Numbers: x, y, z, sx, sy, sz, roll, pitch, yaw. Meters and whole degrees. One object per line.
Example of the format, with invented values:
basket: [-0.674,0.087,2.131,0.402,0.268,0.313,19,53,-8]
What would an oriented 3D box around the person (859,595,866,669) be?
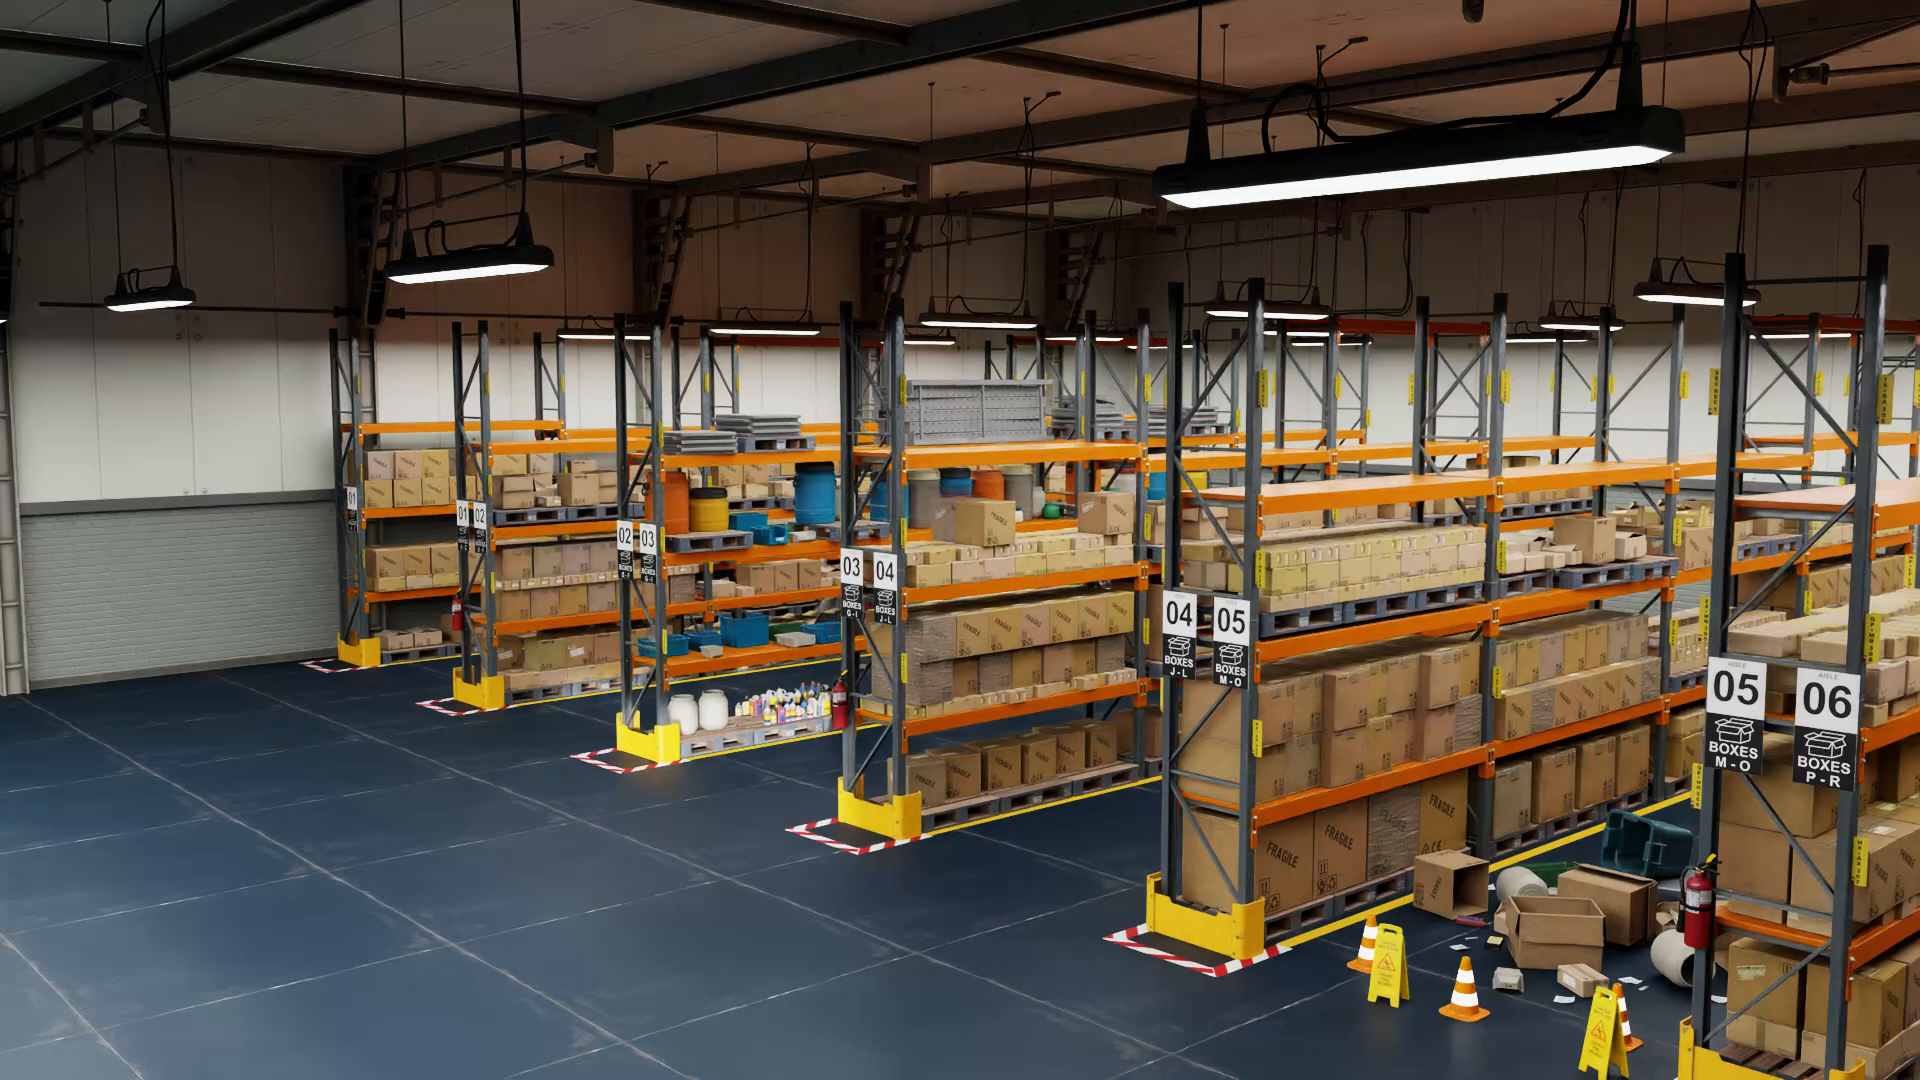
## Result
person: [-1.792,1.481,29.255,0.438,1.599,0.448,-1,6,-10]

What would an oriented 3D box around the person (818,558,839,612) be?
person: [-2.574,1.125,32.958,0.749,1.578,0.556,-4,7,-32]

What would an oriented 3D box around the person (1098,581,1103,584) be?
person: [3.355,0.346,40.755,0.407,1.560,0.833,-3,6,-29]
